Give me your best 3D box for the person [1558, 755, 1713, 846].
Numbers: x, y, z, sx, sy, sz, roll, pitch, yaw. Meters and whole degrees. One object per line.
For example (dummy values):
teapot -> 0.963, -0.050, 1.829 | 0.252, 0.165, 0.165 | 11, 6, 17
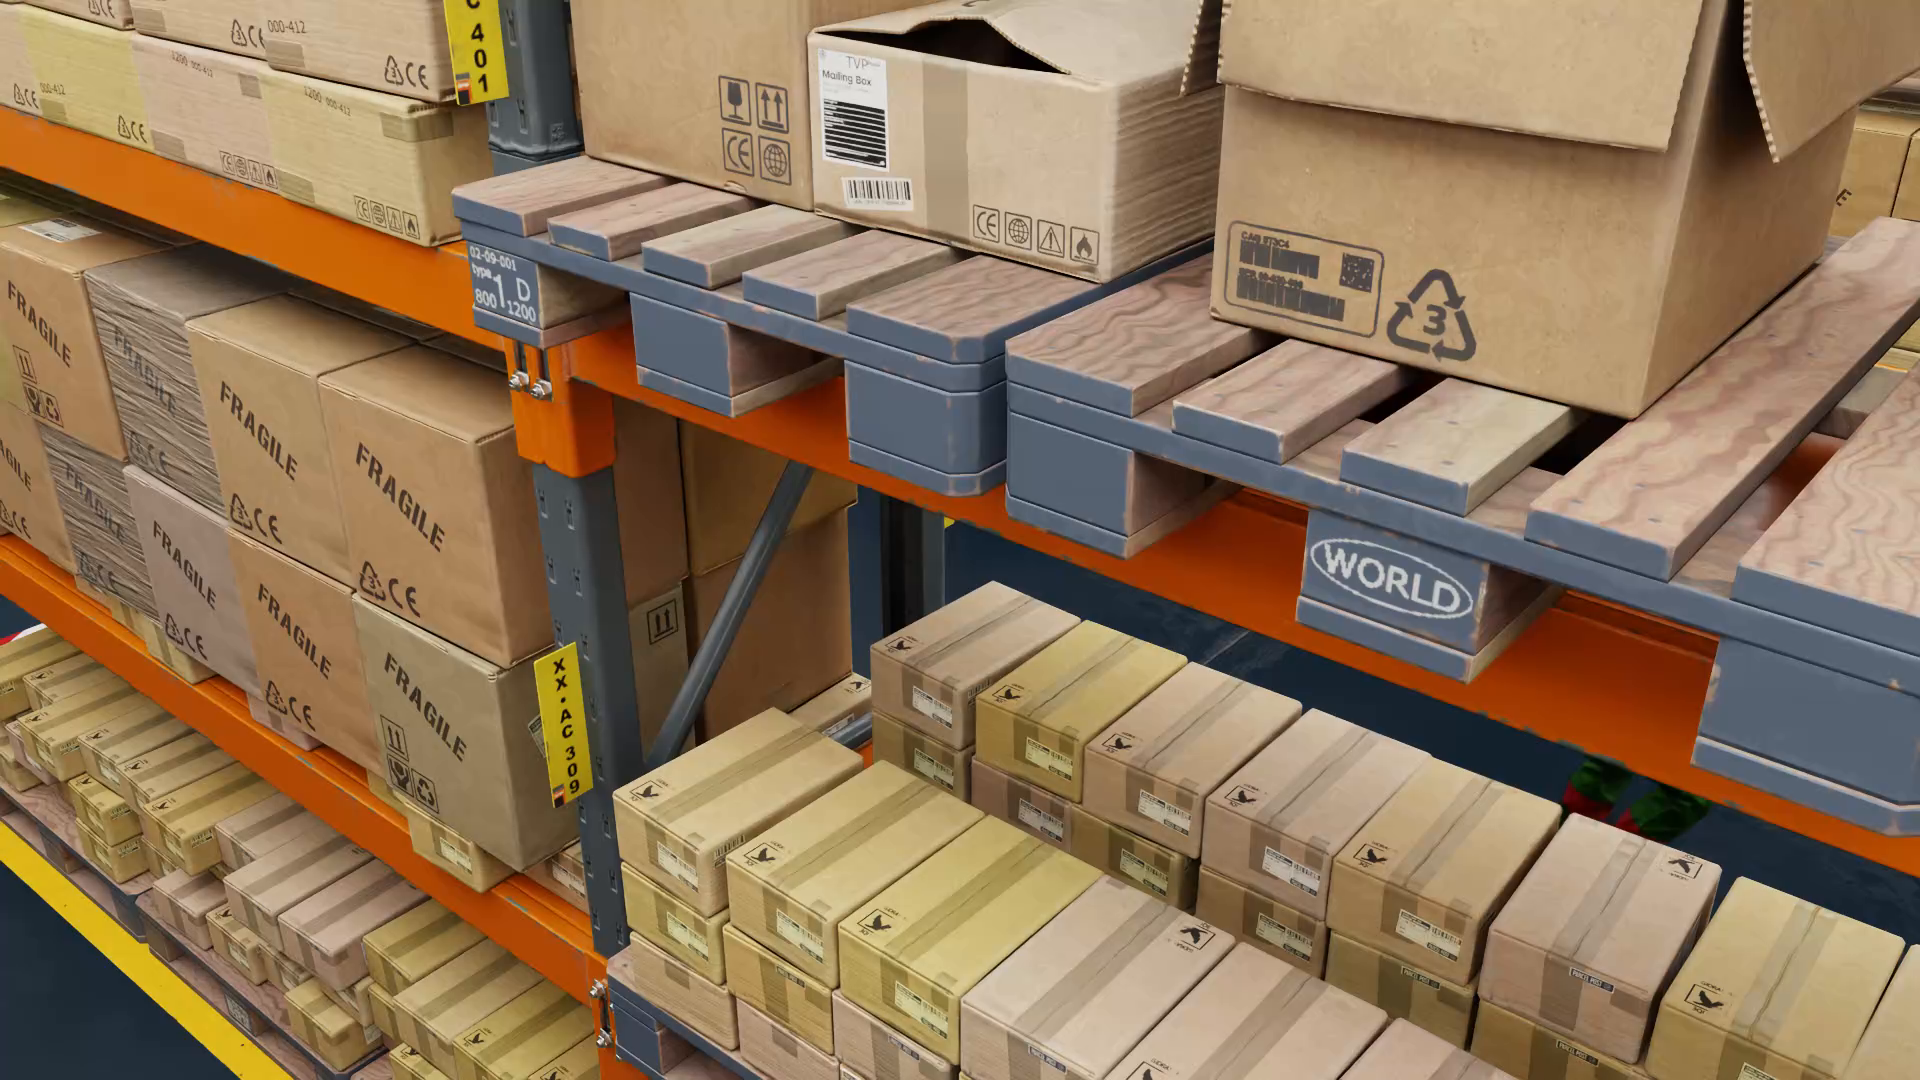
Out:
person -> 2.213, 0.418, 5.246 | 0.466, 1.812, 0.530 | 14, 30, 25
